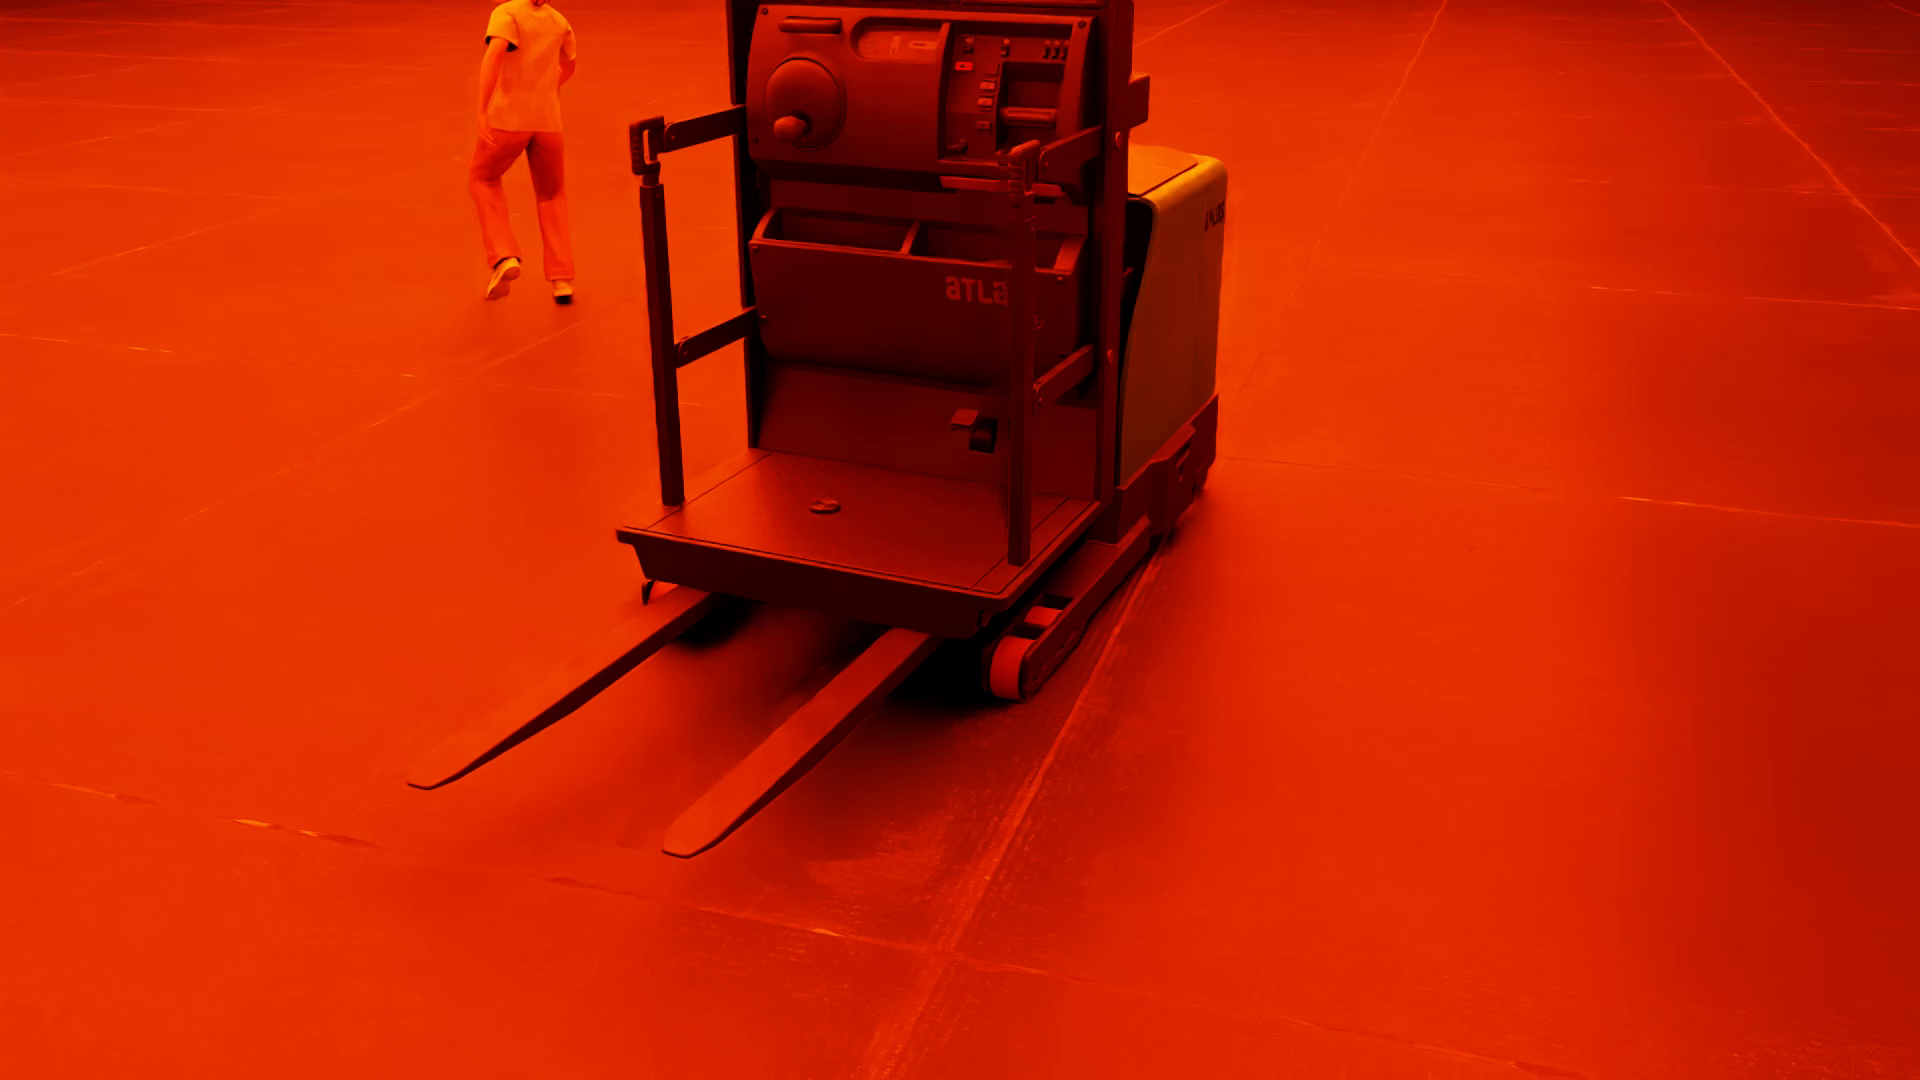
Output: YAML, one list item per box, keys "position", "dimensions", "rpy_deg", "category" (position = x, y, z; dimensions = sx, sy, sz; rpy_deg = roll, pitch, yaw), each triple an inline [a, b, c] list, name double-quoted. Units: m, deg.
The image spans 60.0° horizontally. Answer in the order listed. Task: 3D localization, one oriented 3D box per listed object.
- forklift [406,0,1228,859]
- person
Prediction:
- position: [-0.202, -1.136, 4.032]
  dimensions: [1.130, 2.935, 3.031]
  rpy_deg: [10, 24, 22]
  category: "forklift"
- position: [-1.997, -1.883, 7.614]
  dimensions: [0.632, 1.618, 0.663]
  rpy_deg: [-15, 27, -33]
  category: "person"
